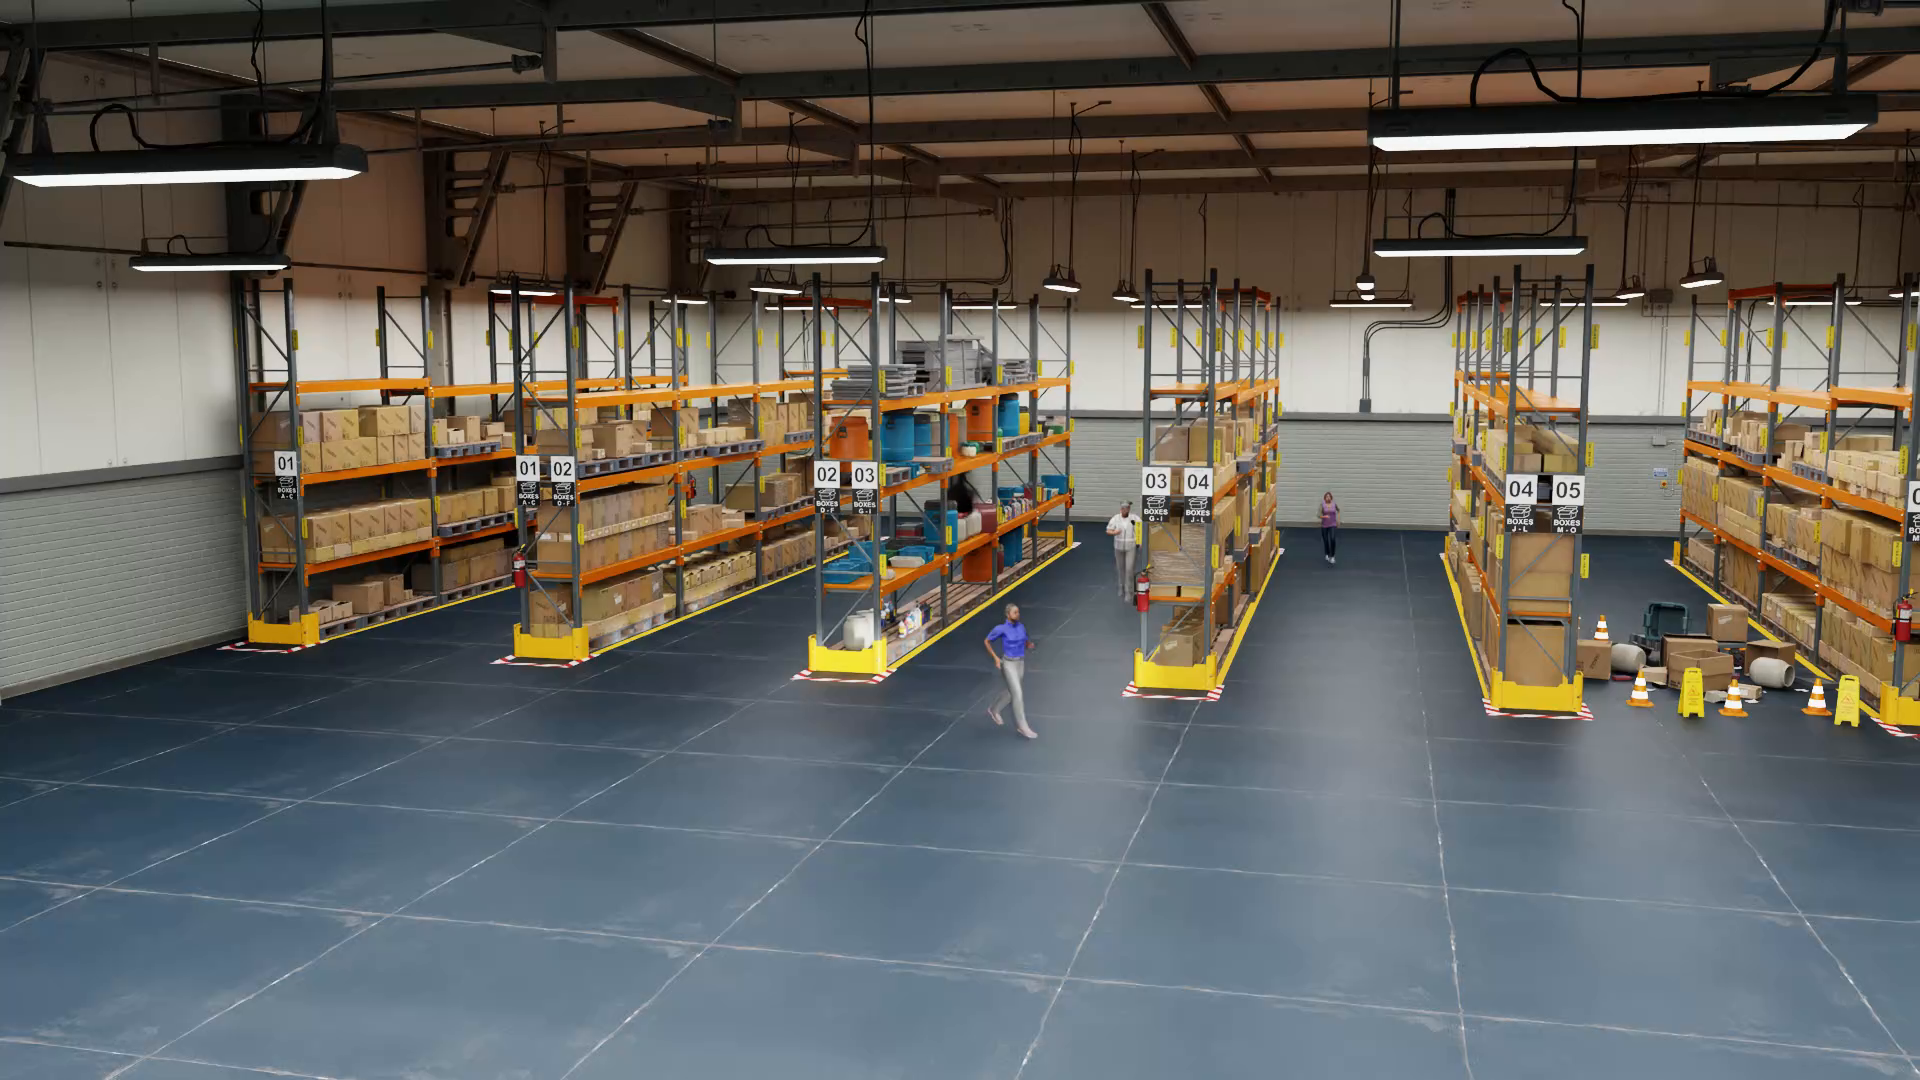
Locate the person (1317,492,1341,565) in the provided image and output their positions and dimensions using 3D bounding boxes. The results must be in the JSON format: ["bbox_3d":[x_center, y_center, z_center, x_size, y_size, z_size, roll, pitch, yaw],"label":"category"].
[{"bbox_3d":[8.288,-0.221,37.389,0.513,1.539,0.681,2,7,14],"label":"person"}]

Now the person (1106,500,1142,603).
[{"bbox_3d":[3.012,0.179,30.425,0.664,1.860,0.801,2,7,12],"label":"person"}]

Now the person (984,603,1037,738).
[{"bbox_3d":[0.669,1.630,21.166,0.897,1.658,0.570,6,9,42],"label":"person"}]
